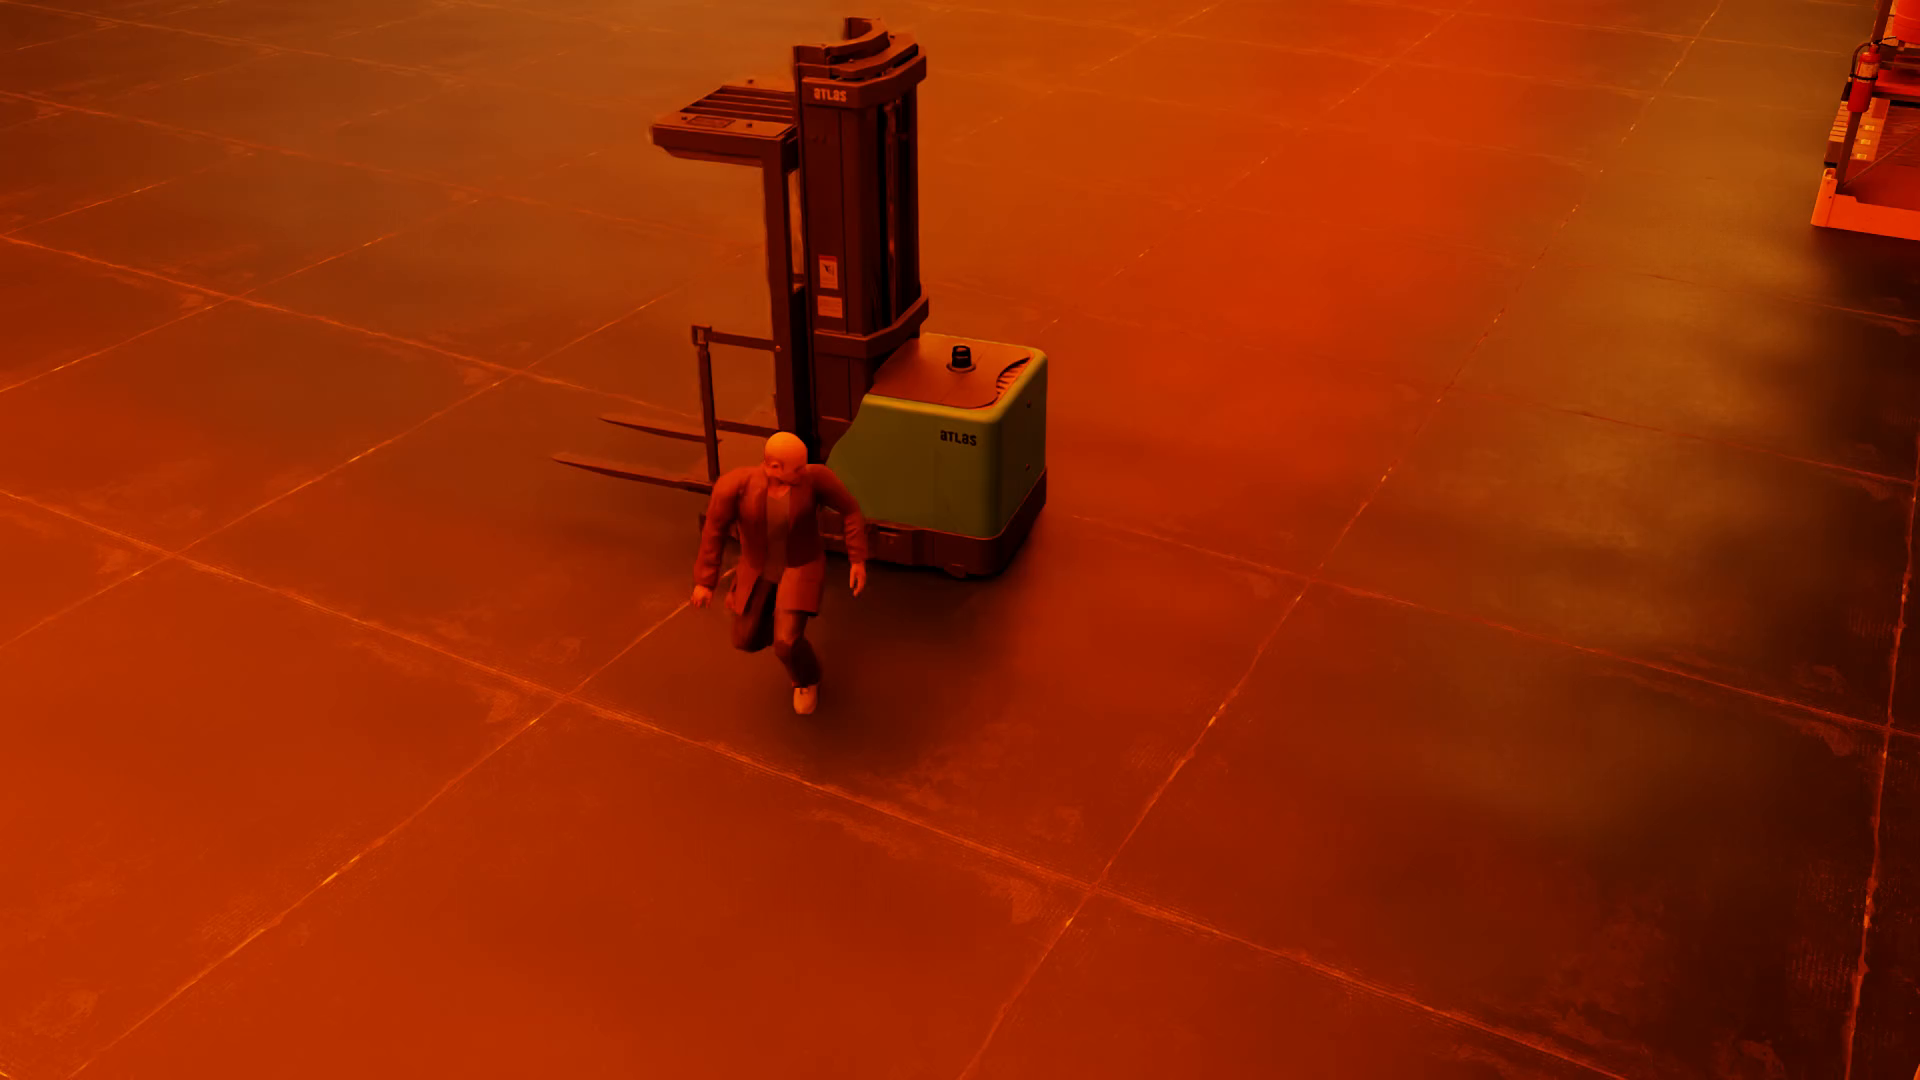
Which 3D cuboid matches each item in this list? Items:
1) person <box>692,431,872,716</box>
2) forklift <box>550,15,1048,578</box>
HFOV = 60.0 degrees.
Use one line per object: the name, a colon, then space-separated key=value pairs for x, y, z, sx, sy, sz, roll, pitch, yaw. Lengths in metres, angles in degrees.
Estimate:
person: x=-0.875 y=0.094 z=8.313 sx=0.877 sy=1.573 sz=0.676 roll=3 pitch=30 yaw=5
forklift: x=-1.041 y=-1.493 z=9.658 sx=3.031 sy=2.935 sz=1.130 roll=10 pitch=32 yaw=17
